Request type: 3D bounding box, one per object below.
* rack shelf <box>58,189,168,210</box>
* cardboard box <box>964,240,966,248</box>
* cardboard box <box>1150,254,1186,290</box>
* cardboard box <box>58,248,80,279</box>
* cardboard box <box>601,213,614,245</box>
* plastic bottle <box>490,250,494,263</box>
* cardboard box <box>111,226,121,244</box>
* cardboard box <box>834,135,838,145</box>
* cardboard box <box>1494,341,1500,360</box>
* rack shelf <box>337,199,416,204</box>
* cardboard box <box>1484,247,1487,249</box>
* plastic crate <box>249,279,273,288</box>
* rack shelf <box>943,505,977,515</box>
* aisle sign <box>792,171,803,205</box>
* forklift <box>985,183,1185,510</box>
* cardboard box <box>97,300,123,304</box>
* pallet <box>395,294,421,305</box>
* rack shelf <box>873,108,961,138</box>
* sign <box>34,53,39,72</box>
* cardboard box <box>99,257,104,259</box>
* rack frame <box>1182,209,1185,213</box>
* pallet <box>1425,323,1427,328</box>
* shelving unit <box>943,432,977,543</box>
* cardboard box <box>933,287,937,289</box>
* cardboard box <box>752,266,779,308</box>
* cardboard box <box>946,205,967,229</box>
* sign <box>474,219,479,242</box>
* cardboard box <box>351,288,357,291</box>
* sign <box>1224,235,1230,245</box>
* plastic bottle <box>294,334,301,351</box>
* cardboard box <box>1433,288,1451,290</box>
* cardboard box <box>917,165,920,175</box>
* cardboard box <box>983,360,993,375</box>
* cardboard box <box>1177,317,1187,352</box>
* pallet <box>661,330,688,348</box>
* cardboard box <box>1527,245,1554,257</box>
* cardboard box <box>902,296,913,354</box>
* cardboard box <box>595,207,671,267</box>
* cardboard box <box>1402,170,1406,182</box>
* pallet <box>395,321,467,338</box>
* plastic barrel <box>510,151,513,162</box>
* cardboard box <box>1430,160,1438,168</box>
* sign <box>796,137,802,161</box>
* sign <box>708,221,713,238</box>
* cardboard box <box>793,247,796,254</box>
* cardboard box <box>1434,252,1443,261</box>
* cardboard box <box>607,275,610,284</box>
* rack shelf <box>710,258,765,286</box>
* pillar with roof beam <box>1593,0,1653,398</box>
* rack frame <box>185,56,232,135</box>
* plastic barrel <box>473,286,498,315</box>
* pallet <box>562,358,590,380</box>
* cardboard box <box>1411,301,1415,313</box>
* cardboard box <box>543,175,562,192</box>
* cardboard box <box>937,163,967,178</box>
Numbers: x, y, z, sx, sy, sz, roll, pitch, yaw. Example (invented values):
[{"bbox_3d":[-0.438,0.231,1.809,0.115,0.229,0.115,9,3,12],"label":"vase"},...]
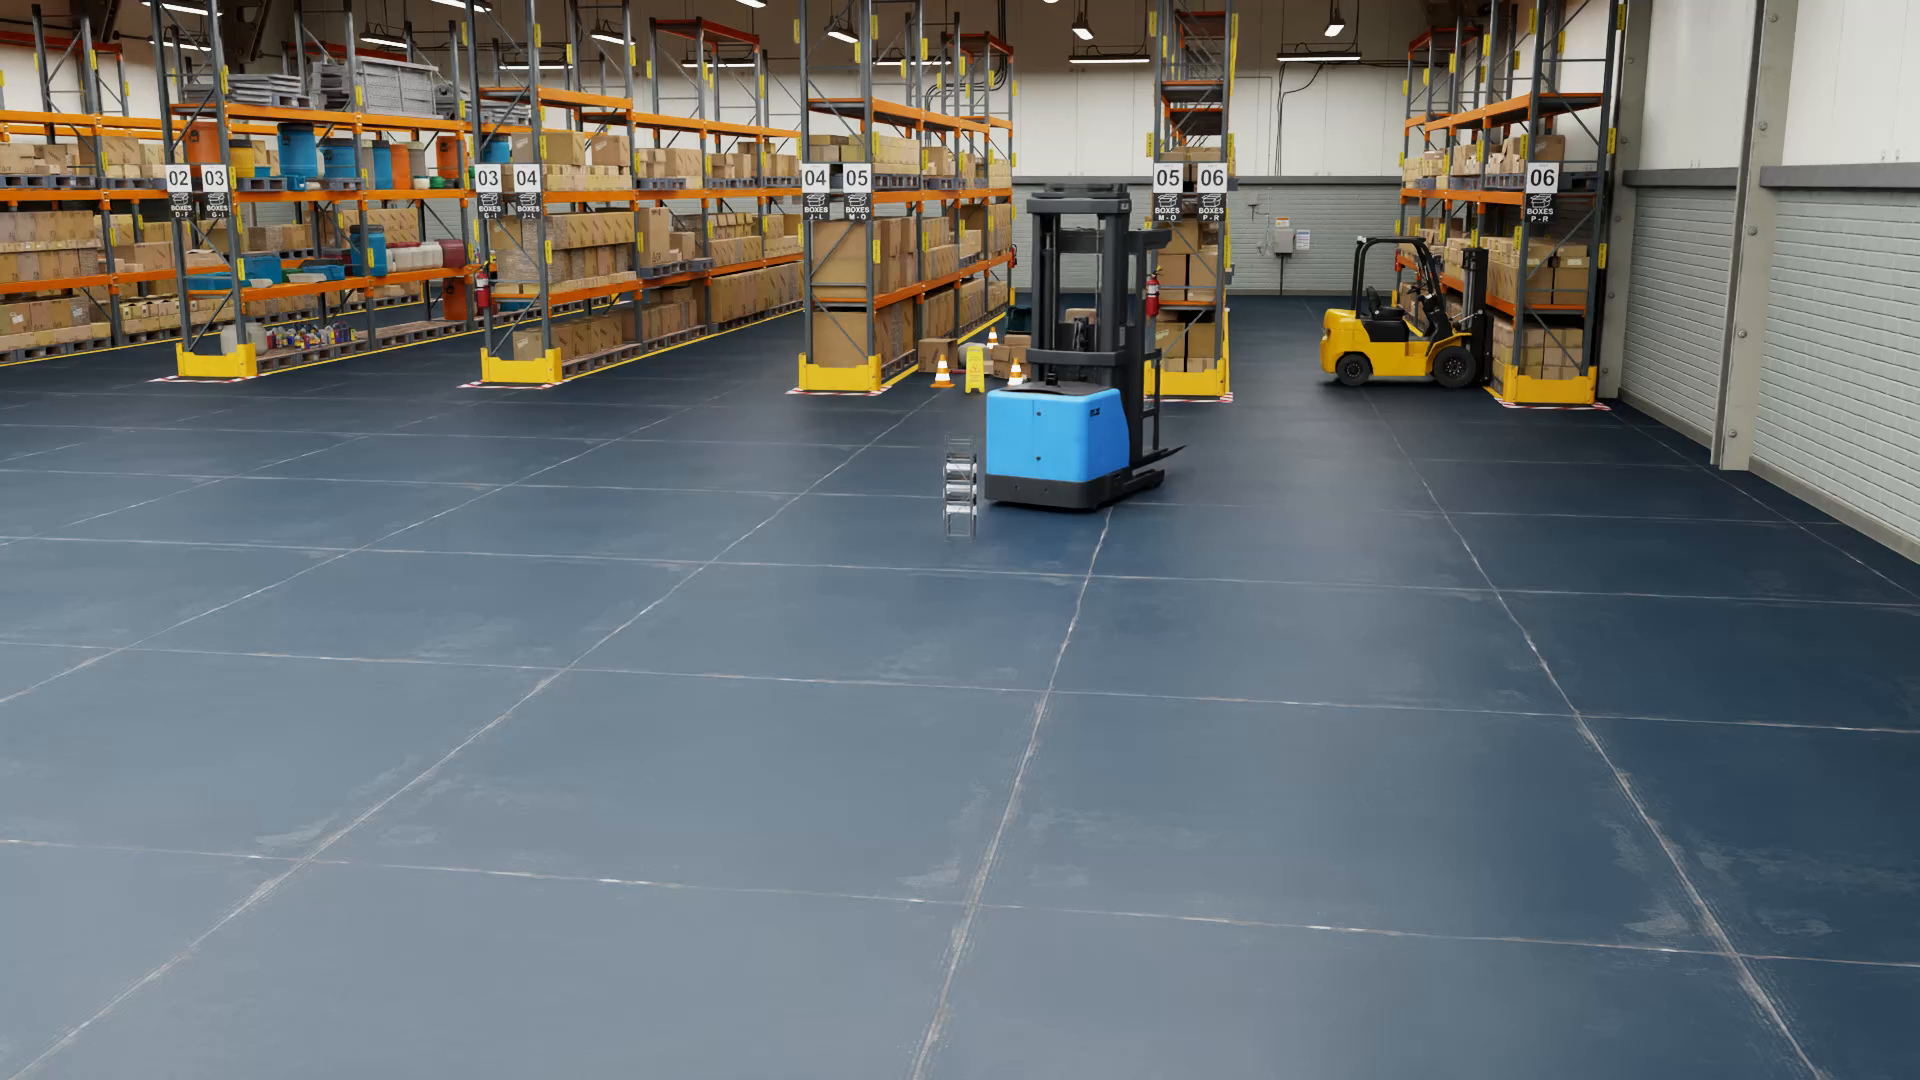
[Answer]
[{"bbox_3d":[-15.489,-6.539,31.803,1.077,0.370,4.000,2,12,9],"label":"rack shelf"},{"bbox_3d":[-0.081,-5.876,33.031,0.380,0.149,0.250,2,12,9],"label":"cardboard box"},{"bbox_3d":[2.979,-3.849,23.789,0.500,0.500,0.500,2,12,8],"label":"cardboard box"},{"bbox_3d":[-15.934,-4.854,29.161,0.700,0.500,0.500,2,12,8],"label":"cardboard box"},{"bbox_3d":[-5.960,-5.059,27.029,0.500,0.500,0.500,2,12,9],"label":"cardboard box"},{"bbox_3d":[-9.730,-5.891,34.516,0.097,0.271,0.097,0,12,0],"label":"plastic bottle"},{"bbox_3d":[-19.353,-6.826,37.558,0.500,0.500,0.500,2,12,9],"label":"cardboard box"},{"bbox_3d":[-1.983,-5.792,24.100,0.380,0.149,0.250,2,12,9],"label":"cardboard box"},{"bbox_3d":[7.927,-2.693,23.715,0.500,0.250,0.500,2,12,8],"label":"cardboard box"},{"bbox_3d":[-14.259,-8.204,39.530,1.077,0.370,4.000,2,12,9],"label":"rack shelf"},{"bbox_3d":[8.341,-4.459,25.788,0.380,0.149,0.250,2,12,10],"label":"cardboard box"},{"bbox_3d":[-11.063,-4.061,26.343,0.298,0.136,0.250,2,12,9],"label":"plastic crate"},{"bbox_3d":[0.001,-0.233,13.951,0.258,0.077,0.200,2,12,9],"label":"rack shelf"},{"bbox_3d":[-3.856,-8.460,39.960,0.394,0.787,0.004,2,12,9],"label":"aisle sign"},{"bbox_3d":[1.372,-1.970,16.179,1.130,2.935,3.031,6,14,28],"label":"forklift"},{"bbox_3d":[-15.944,-4.345,31.235,0.500,0.311,0.500,2,12,10],"label":"cardboard box"},{"bbox_3d":[-14.085,-5.961,41.153,1.003,0.211,1.213,2,12,9],"label":"pallet"},{"bbox_3d":[-0.816,-7.306,29.193,1.077,0.370,4.000,2,12,9],"label":"rack shelf"},{"bbox_3d":[-16.335,-8.451,29.443,0.100,0.325,0.005,2,12,9],"label":"sign"},{"bbox_3d":[-15.843,-5.131,31.002,0.396,0.266,0.258,2,12,7],"label":"cardboard box"},{"bbox_3d":[4.398,-5.198,30.992,1.000,3.000,0.127,2,12,9],"label":"rack frame"},{"bbox_3d":[9.645,-4.082,32.434,1.003,0.211,1.213,2,12,9],"label":"pallet"},{"bbox_3d":[0.001,-0.442,13.906,0.258,0.900,0.210,2,12,9],"label":"shelving unit"},{"bbox_3d":[-0.662,-4.838,32.479,0.500,0.250,0.500,2,12,7],"label":"cardboard box"},{"bbox_3d":[-4.598,-5.653,37.151,0.875,0.875,0.875,2,12,9],"label":"cardboard box"},{"bbox_3d":[-0.088,-6.960,35.850,0.500,0.500,0.500,1,12,7],"label":"cardboard box"},{"bbox_3d":[-7.170,-4.596,24.702,0.100,0.325,0.005,2,12,9],"label":"sign"},{"bbox_3d":[-14.644,-5.858,39.393,0.500,0.311,0.500,2,12,9],"label":"cardboard box"},{"bbox_3d":[4.320,-4.772,26.963,0.100,0.325,0.005,2,12,9],"label":"sign"},{"bbox_3d":[-10.932,-3.263,27.445,0.097,0.271,0.097,0,12,0],"label":"plastic bottle"},{"bbox_3d":[9.577,-4.933,33.162,0.380,0.149,0.250,2,12,8],"label":"cardboard box"},{"bbox_3d":[-0.864,-6.016,27.031,0.380,0.149,0.250,2,12,8],"label":"cardboard box"},{"bbox_3d":[0.432,-2.751,26.126,0.396,0.266,0.258,4,13,18],"label":"cardboard box"},{"bbox_3d":[3.110,-3.044,24.749,0.500,0.500,0.500,2,12,11],"label":"cardboard box"},{"bbox_3d":[-5.706,-3.740,30.846,1.003,0.211,1.213,2,12,9],"label":"pallet"},{"bbox_3d":[7.920,-3.965,22.790,0.380,0.149,0.250,2,12,9],"label":"cardboard box"},{"bbox_3d":[-1.290,-3.542,27.358,0.875,0.875,0.875,2,12,10],"label":"cardboard box"},{"bbox_3d":[-5.749,-5.346,29.257,1.000,1.000,1.000,2,12,9],"label":"cardboard box"},{"bbox_3d":[10.195,-8.158,37.258,0.500,0.250,0.500,2,12,8],"label":"cardboard box"},{"bbox_3d":[-10.446,-4.156,32.778,1.003,0.211,1.213,2,12,9],"label":"pallet"},{"bbox_3d":[-9.613,-8.079,35.798,0.600,0.588,0.600,0,12,0],"label":"plastic barrel"},{"bbox_3d":[9.260,-7.243,32.019,0.380,0.149,0.250,2,12,9],"label":"cardboard box"},{"bbox_3d":[-2.273,-5.553,23.605,0.100,0.325,0.005,2,12,9],"label":"sign"},{"bbox_3d":[-4.856,-6.031,32.296,0.100,0.325,0.005,2,12,9],"label":"sign"},{"bbox_3d":[-4.049,-6.764,38.856,0.380,0.149,0.250,2,12,7],"label":"cardboard box"},{"bbox_3d":[9.025,-5.269,30.924,0.380,0.149,0.250,2,12,10],"label":"cardboard box"},{"bbox_3d":[-5.995,-4.304,27.441,0.380,0.149,0.250,2,12,9],"label":"cardboard box"},{"bbox_3d":[-5.086,-5.584,34.490,1.077,0.370,4.000,2,12,9],"label":"rack shelf"},{"bbox_3d":[4.817,-6.560,23.074,9.100,9.000,0.400,2,12,9],"label":"pillar with roof beam"},{"bbox_3d":[-18.847,-10.598,41.812,1.000,3.000,0.127,2,12,9],"label":"rack frame"},{"bbox_3d":[-10.056,-5.043,35.002,0.600,0.588,0.708,2,12,9],"label":"plastic barrel"},{"bbox_3d":[-6.453,-2.674,25.901,1.003,0.211,1.213,2,12,9],"label":"pallet"},{"bbox_3d":[9.769,-4.939,35.284,0.396,0.266,0.258,2,12,11],"label":"cardboard box"},{"bbox_3d":[-6.295,-5.339,24.881,0.500,0.250,0.500,2,12,10],"label":"cardboard box"},{"bbox_3d":[-0.158,-6.963,31.824,0.500,0.500,0.500,2,12,9],"label":"cardboard box"}]
